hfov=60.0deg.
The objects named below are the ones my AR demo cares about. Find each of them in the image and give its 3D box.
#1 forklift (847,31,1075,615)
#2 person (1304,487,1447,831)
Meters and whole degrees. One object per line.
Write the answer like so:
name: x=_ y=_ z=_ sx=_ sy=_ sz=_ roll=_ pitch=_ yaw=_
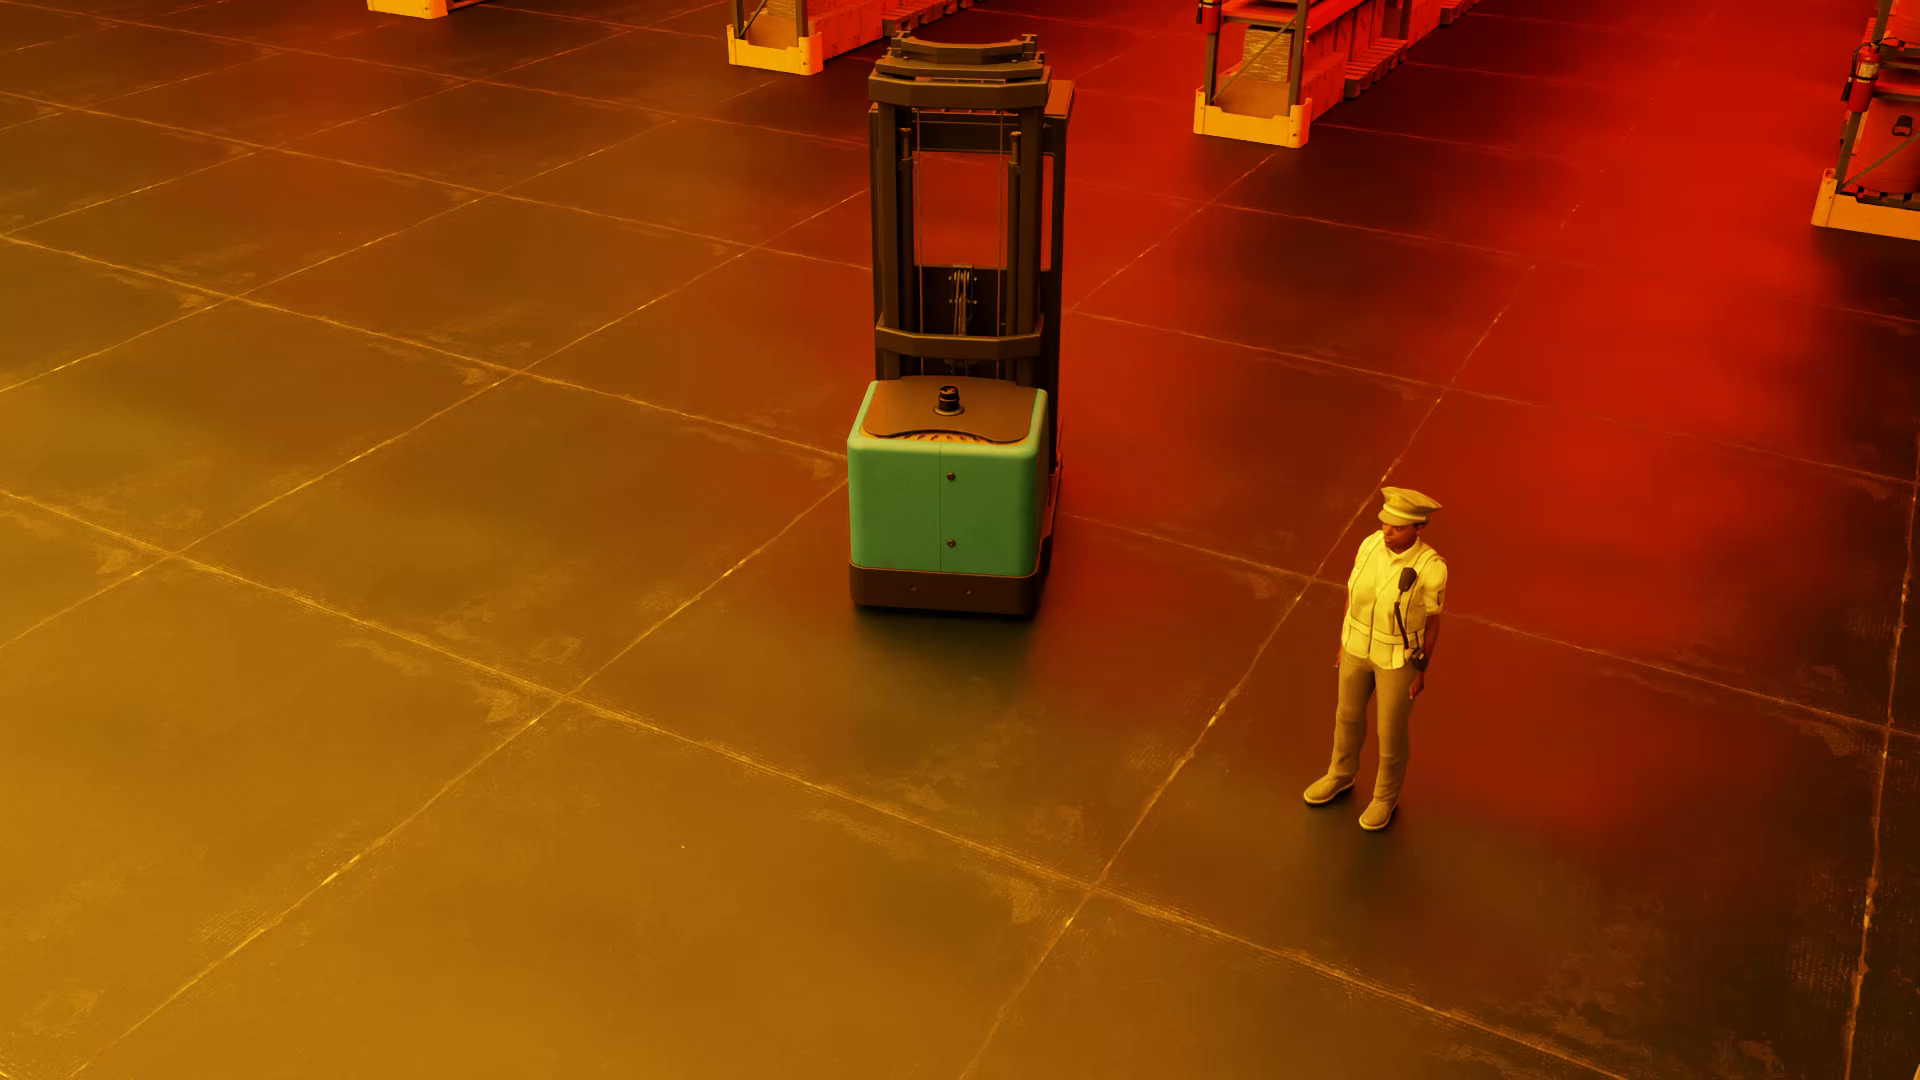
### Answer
forklift: x=0.072 y=-1.572 z=9.794 sx=1.130 sy=2.935 sz=3.031 roll=3 pitch=30 yaw=6
person: x=1.879 y=0.514 z=7.425 sx=0.446 sy=1.692 sz=0.339 roll=25 pitch=38 yaw=36
